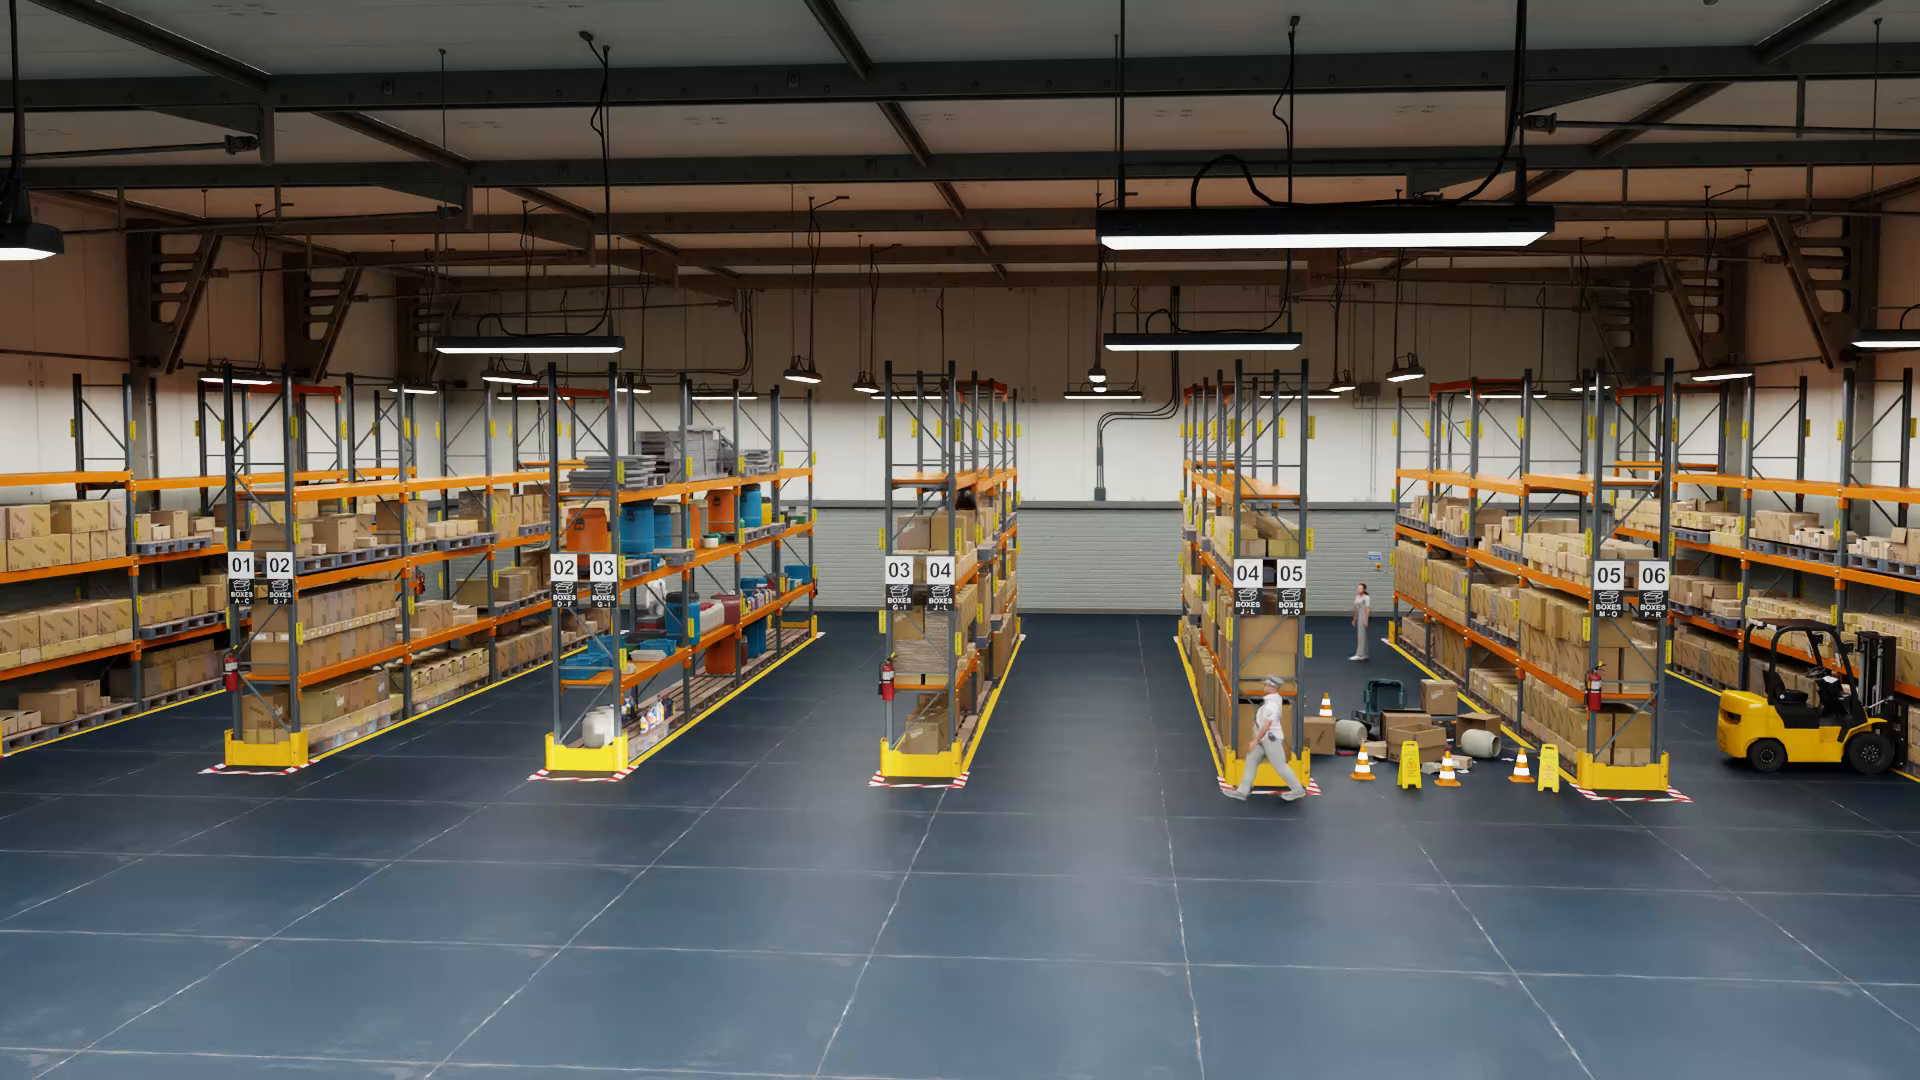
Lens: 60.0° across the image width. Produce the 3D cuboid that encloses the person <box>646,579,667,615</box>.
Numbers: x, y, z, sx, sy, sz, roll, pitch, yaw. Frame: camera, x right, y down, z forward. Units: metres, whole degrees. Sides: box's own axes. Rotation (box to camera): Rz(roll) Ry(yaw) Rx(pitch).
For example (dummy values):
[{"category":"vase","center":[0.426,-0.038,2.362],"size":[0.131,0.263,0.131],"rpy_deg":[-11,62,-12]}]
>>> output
[{"category":"person","center":[-7.396,1.497,40.559],"size":[0.474,1.653,0.707],"rpy_deg":[0,4,3]}]

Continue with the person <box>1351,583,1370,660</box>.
[{"category":"person","center":[8.740,1.781,36.429],"size":[0.442,1.674,0.497],"rpy_deg":[0,4,-2]}]

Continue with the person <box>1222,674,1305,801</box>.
[{"category":"person","center":[4.099,2.660,22.348],"size":[1.026,1.730,0.534],"rpy_deg":[-1,4,-10]}]
